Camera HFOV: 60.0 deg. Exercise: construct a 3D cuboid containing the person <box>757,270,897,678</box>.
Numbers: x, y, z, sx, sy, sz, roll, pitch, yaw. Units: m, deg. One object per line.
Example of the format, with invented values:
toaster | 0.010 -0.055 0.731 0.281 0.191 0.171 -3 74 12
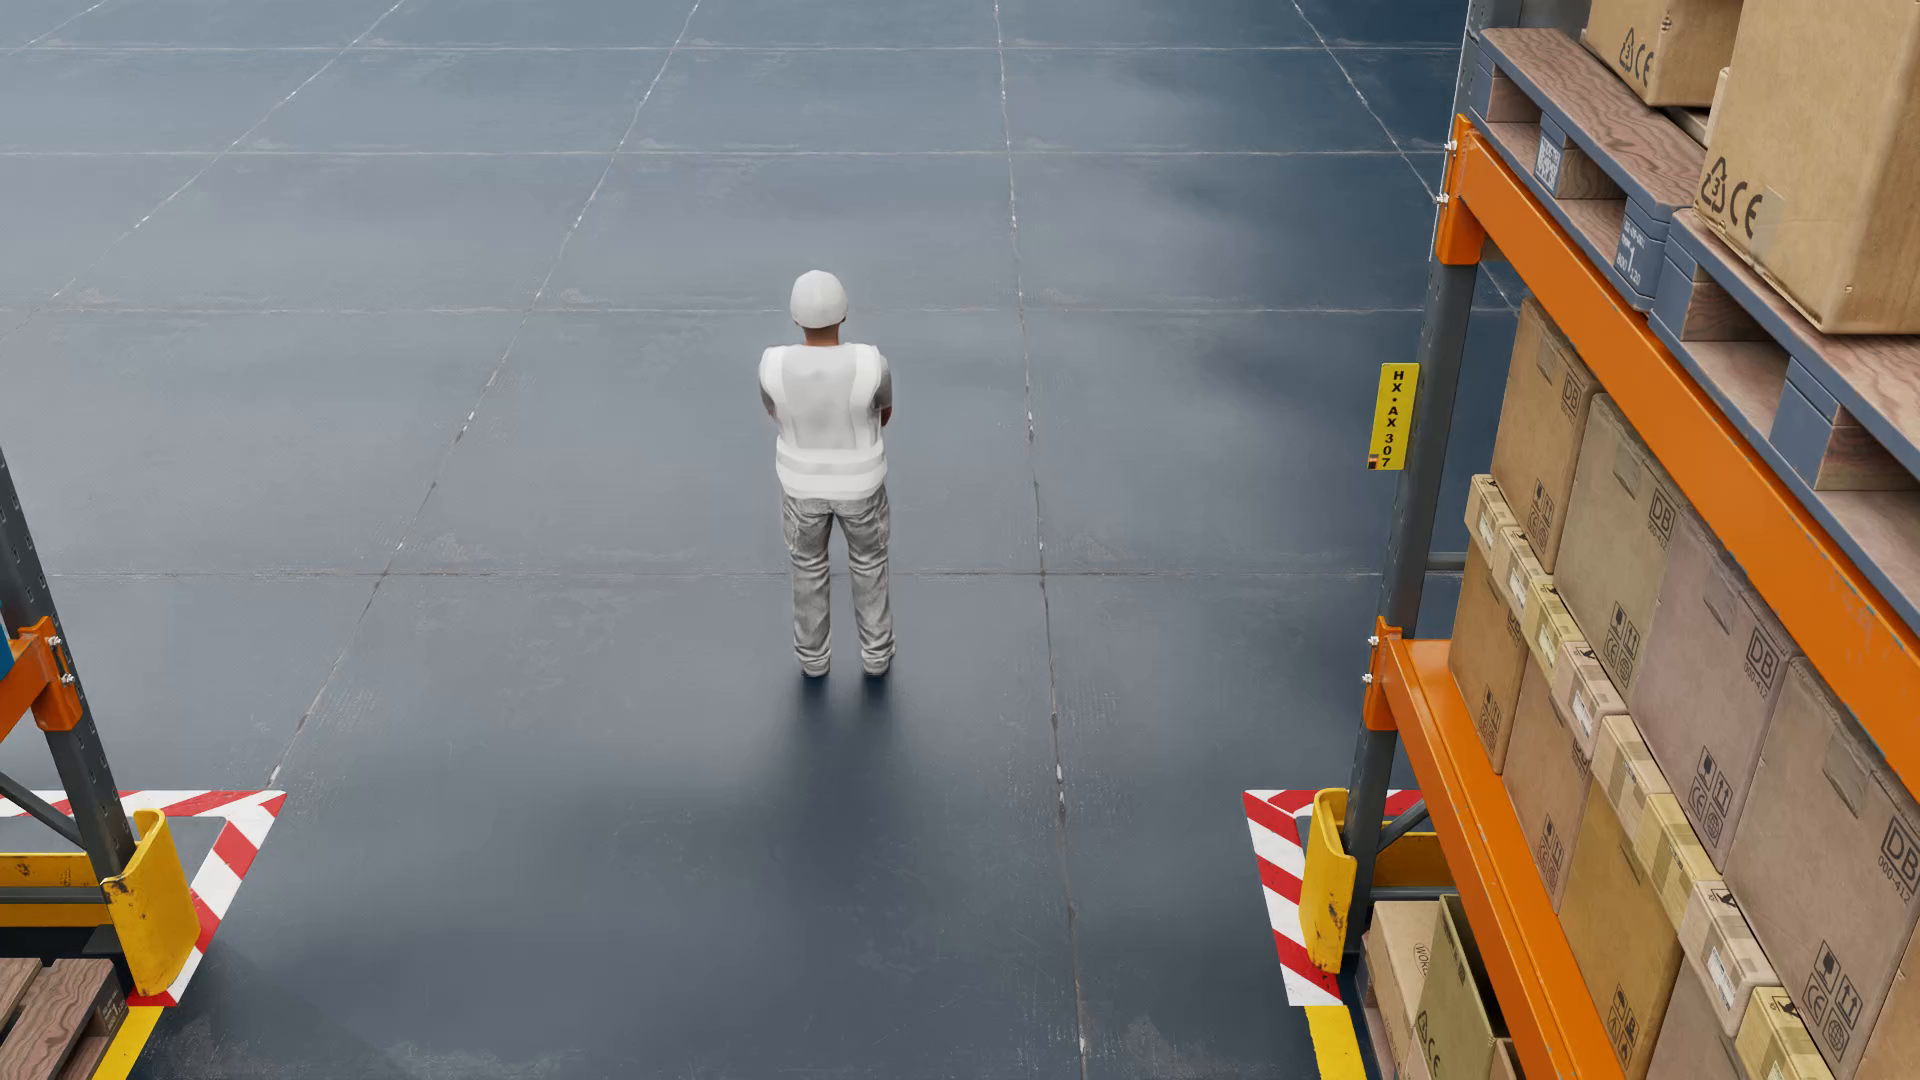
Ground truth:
person | -0.505 -0.283 6.579 0.499 1.787 0.569 0 31 1
